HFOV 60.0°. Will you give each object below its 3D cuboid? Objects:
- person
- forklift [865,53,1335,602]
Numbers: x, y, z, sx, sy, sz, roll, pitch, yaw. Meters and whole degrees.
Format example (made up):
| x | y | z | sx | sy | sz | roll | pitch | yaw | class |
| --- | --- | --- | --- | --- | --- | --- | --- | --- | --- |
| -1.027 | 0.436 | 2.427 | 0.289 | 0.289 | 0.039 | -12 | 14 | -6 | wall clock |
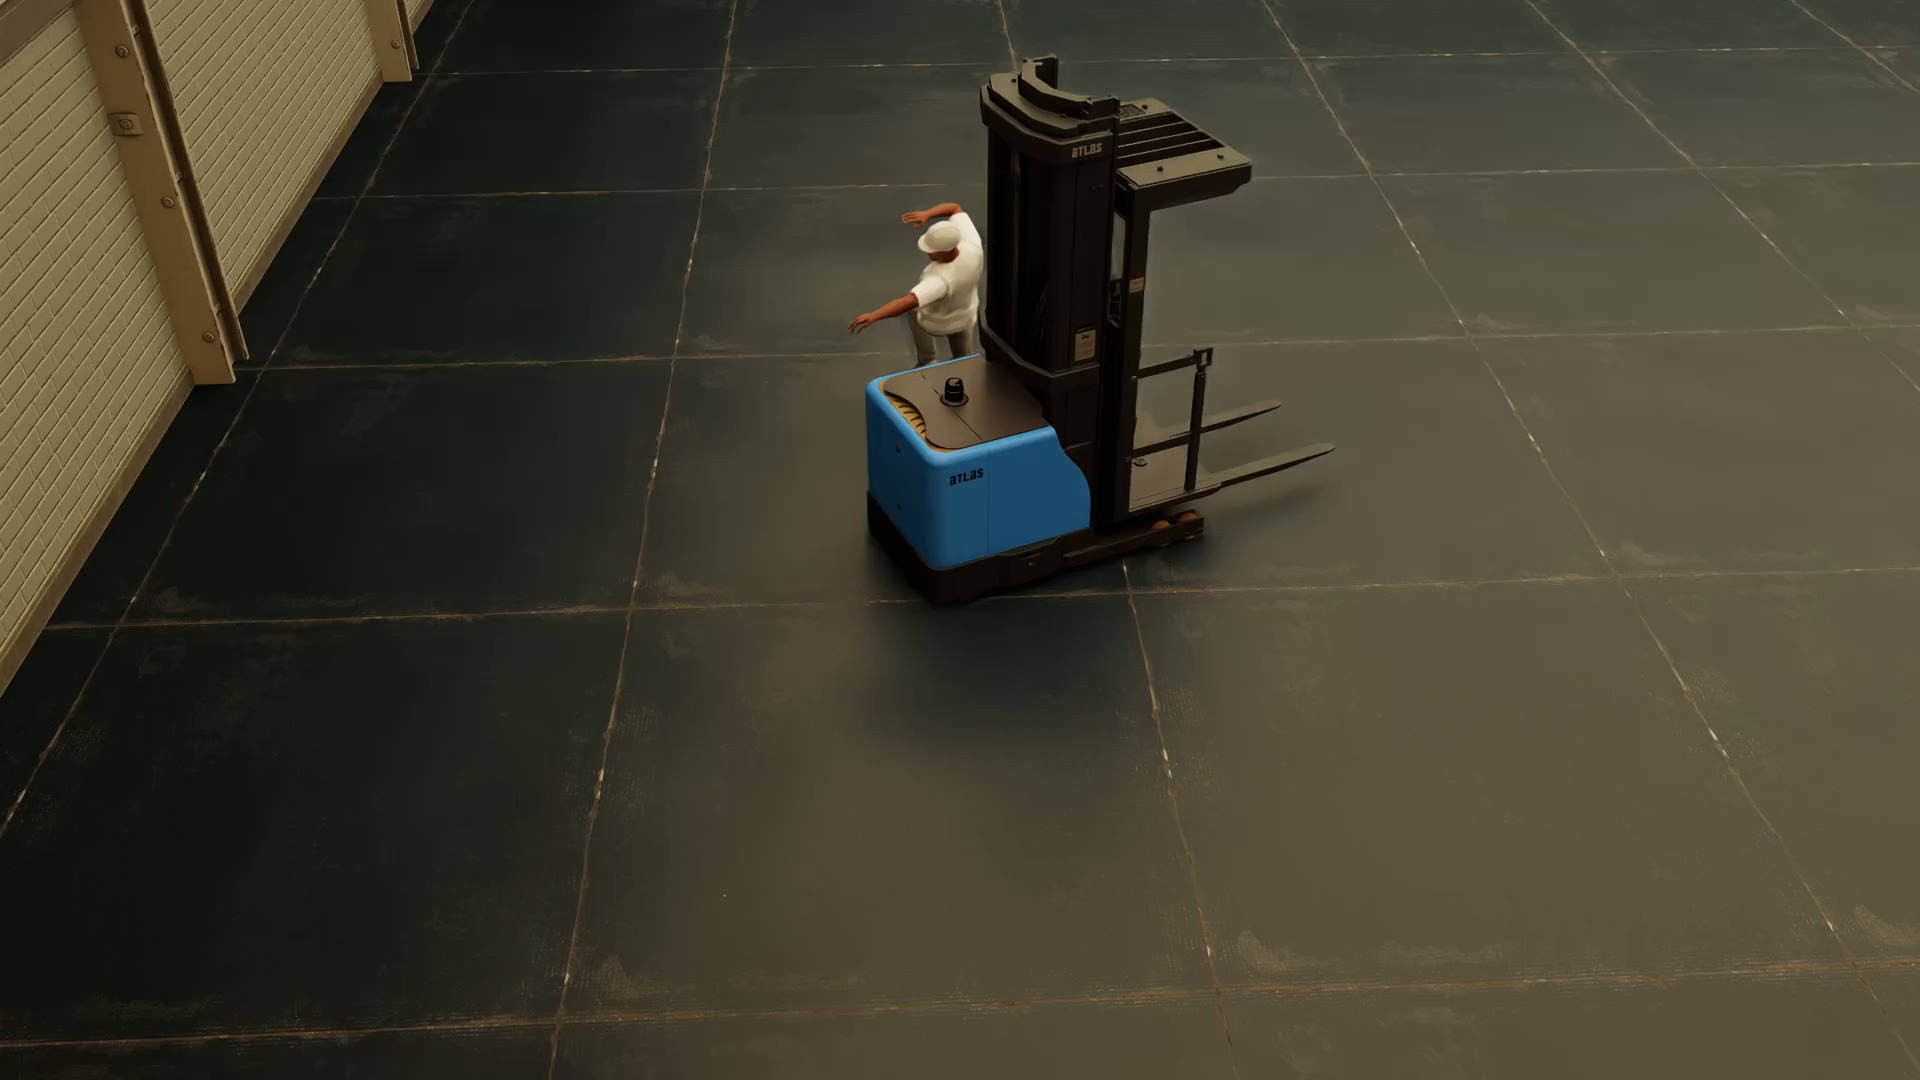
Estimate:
| x | y | z | sx | sy | sz | roll | pitch | yaw | class |
| --- | --- | --- | --- | --- | --- | --- | --- | --- | --- |
| -0.385 | -1.556 | 11.408 | 1.059 | 1.484 | 0.916 | -14 | 38 | -18 | person |
| 0.970 | -1.402 | 9.935 | 3.031 | 2.935 | 1.130 | -16 | 39 | -21 | forklift |
